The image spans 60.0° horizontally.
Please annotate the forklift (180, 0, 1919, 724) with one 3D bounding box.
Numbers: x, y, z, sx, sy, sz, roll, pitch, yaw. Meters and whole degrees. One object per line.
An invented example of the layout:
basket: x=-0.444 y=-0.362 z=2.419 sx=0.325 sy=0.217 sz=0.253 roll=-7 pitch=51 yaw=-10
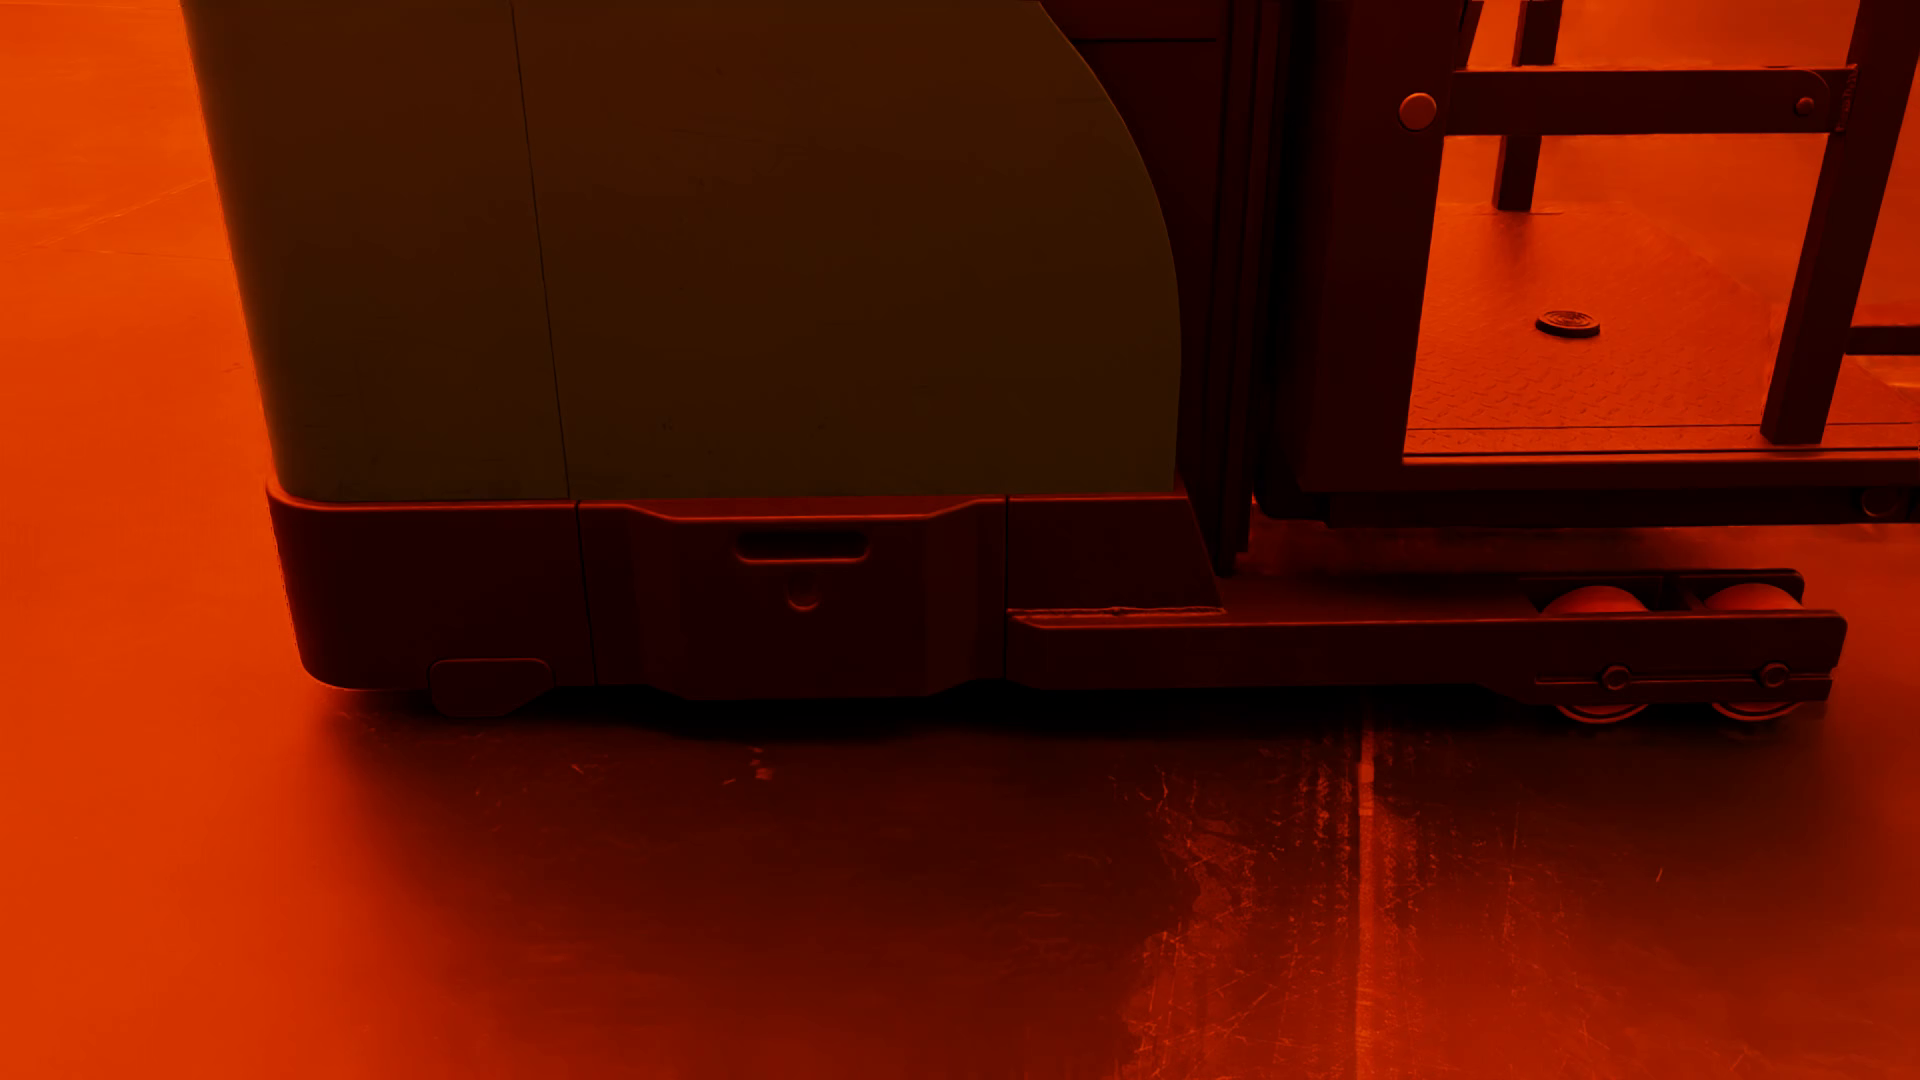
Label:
forklift: x=0.683 y=-1.322 z=1.866 sx=3.031 sy=2.935 sz=1.130 roll=-1 pitch=27 yaw=-2
